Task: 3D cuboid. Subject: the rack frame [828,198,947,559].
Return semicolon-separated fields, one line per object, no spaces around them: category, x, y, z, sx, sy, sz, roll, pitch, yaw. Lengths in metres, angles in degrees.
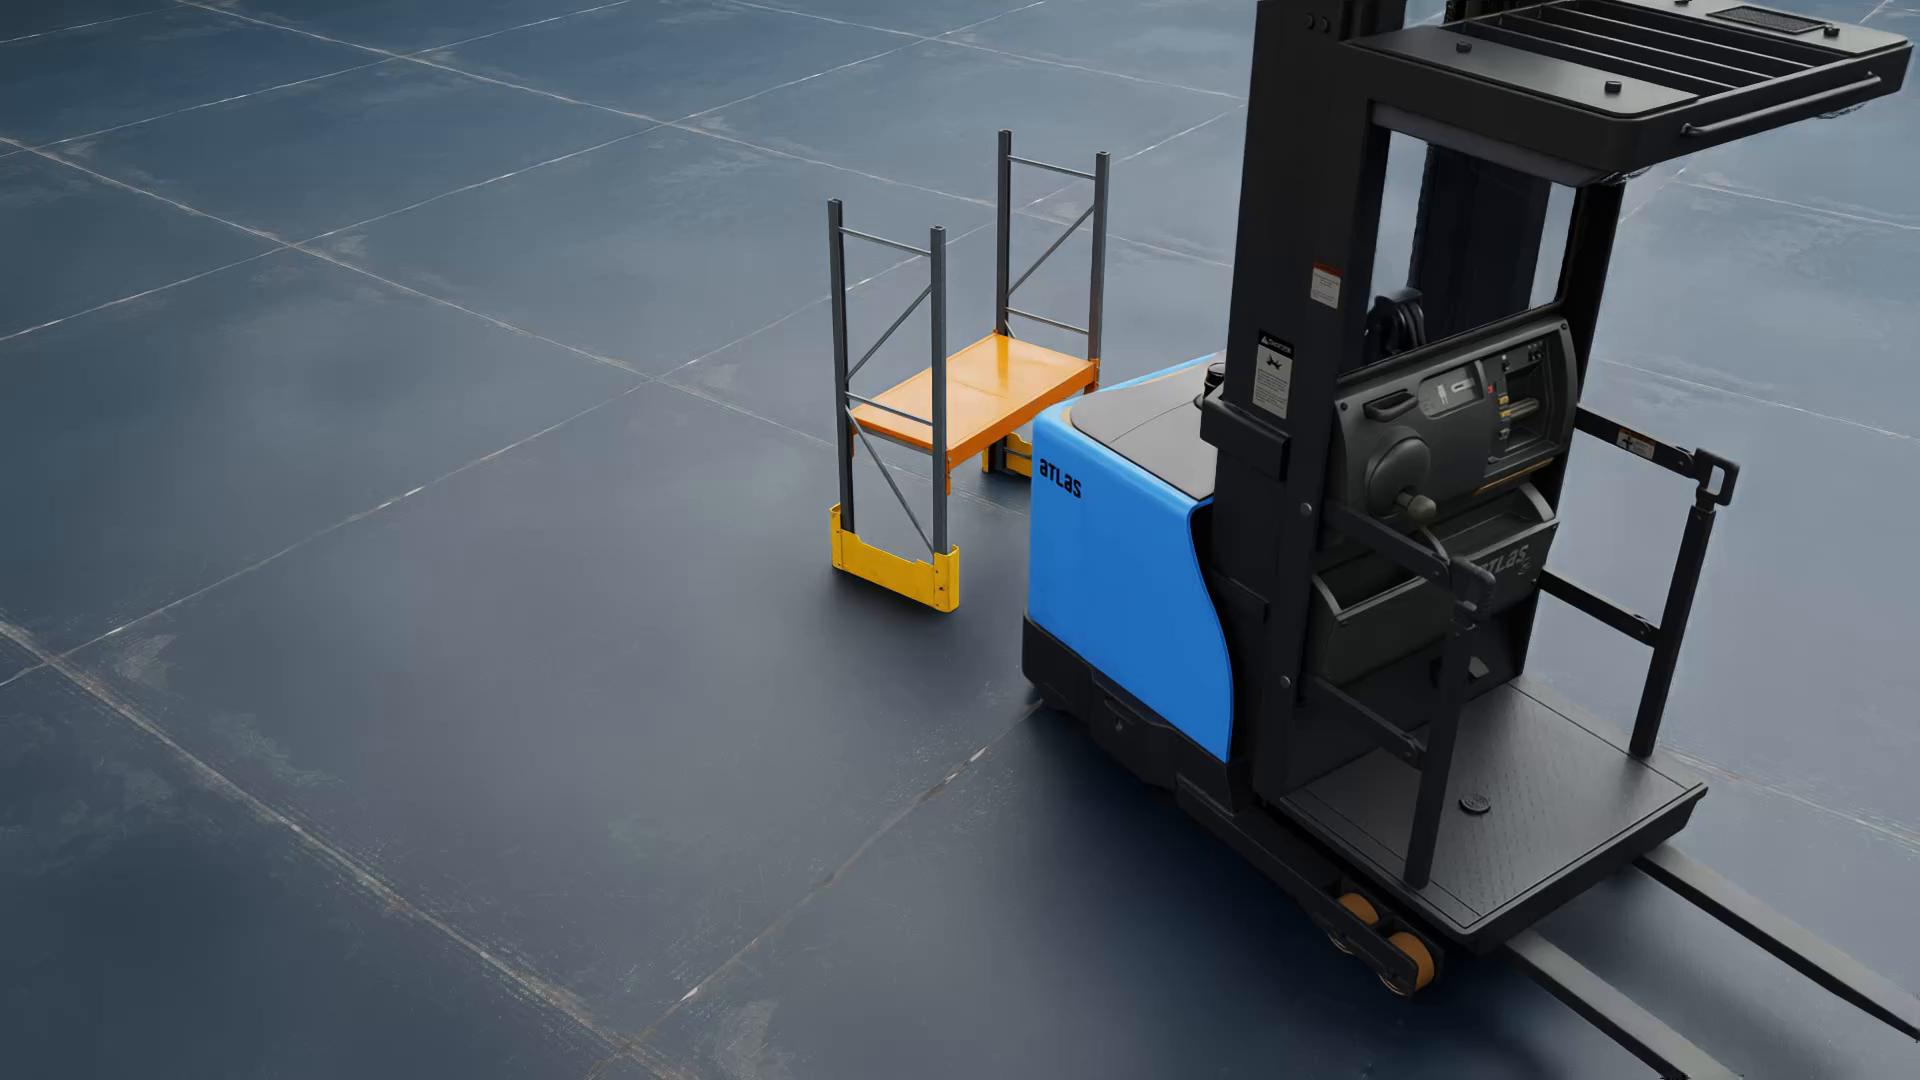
rack frame;-0.255;-0.473;6.077;0.500;1.500;0.032;21;37;31

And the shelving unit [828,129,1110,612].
shelving unit;0.046;-0.676;6.420;0.587;1.500;1.083;21;37;31

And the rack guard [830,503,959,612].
rack guard;-0.255;0.064;6.397;0.587;0.250;0.087;21;37;31

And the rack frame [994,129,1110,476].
rack frame;0.358;-0.887;6.775;0.500;1.500;0.032;21;37;31

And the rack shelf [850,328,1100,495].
rack shelf;0.052;-0.525;6.518;0.538;0.185;1.000;21;37;31

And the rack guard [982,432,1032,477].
rack guard;0.347;-0.341;7.080;0.587;0.250;0.087;21;37;31

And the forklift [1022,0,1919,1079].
forklift;1.477;-0.282;4.351;1.130;2.935;3.031;-20;36;-30
